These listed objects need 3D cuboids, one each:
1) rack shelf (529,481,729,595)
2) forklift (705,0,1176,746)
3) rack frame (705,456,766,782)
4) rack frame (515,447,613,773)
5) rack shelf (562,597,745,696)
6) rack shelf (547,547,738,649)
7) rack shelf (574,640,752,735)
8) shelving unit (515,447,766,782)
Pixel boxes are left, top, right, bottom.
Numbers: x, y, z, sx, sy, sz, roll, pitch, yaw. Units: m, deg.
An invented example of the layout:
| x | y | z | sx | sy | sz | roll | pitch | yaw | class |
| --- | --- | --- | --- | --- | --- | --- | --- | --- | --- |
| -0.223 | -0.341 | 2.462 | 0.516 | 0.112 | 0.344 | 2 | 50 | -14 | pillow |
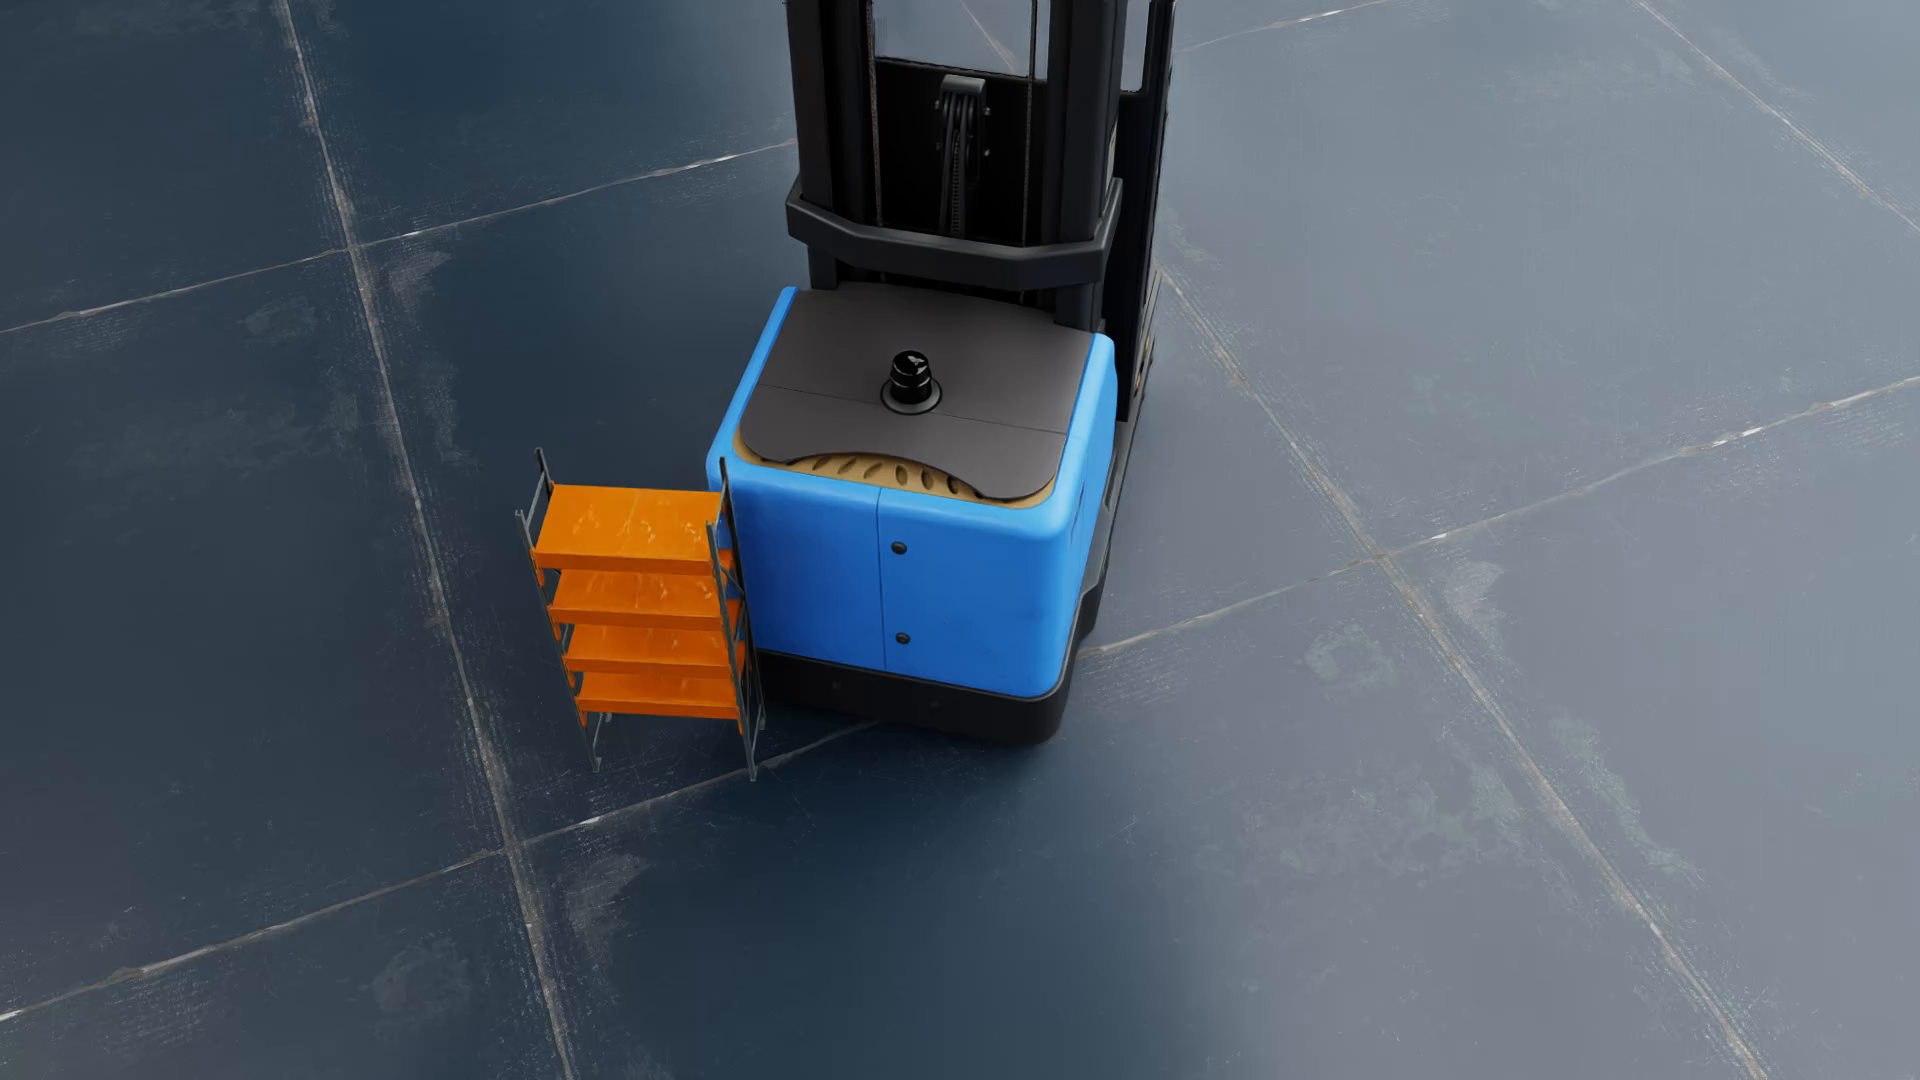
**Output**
| x | y | z | sx | sy | sz | roll | pitch | yaw | class |
| --- | --- | --- | --- | --- | --- | --- | --- | --- | --- |
| -0.872 | -0.006 | 4.446 | 0.480 | 0.148 | 0.258 | 3 | 49 | 2 | rack shelf |
| 0.113 | -1.467 | 5.078 | 1.130 | 2.935 | 3.031 | 10 | 50 | 8 | forklift |
| -0.629 | 0.261 | 4.734 | 0.015 | 1.200 | 0.240 | 3 | 49 | 2 | rack frame |
| -1.116 | 0.238 | 4.755 | 0.015 | 1.200 | 0.240 | 3 | 49 | 2 | rack frame |
| -0.872 | 0.293 | 4.796 | 0.480 | 0.148 | 0.258 | 3 | 49 | 2 | rack shelf |
| -0.872 | 0.148 | 4.626 | 0.480 | 0.148 | 0.258 | 3 | 49 | 2 | rack shelf |
| -0.872 | 0.423 | 4.946 | 0.480 | 0.148 | 0.258 | 3 | 49 | 2 | rack shelf |
| -0.872 | 0.250 | 4.745 | 0.503 | 1.200 | 0.258 | 3 | 49 | 2 | shelving unit |
